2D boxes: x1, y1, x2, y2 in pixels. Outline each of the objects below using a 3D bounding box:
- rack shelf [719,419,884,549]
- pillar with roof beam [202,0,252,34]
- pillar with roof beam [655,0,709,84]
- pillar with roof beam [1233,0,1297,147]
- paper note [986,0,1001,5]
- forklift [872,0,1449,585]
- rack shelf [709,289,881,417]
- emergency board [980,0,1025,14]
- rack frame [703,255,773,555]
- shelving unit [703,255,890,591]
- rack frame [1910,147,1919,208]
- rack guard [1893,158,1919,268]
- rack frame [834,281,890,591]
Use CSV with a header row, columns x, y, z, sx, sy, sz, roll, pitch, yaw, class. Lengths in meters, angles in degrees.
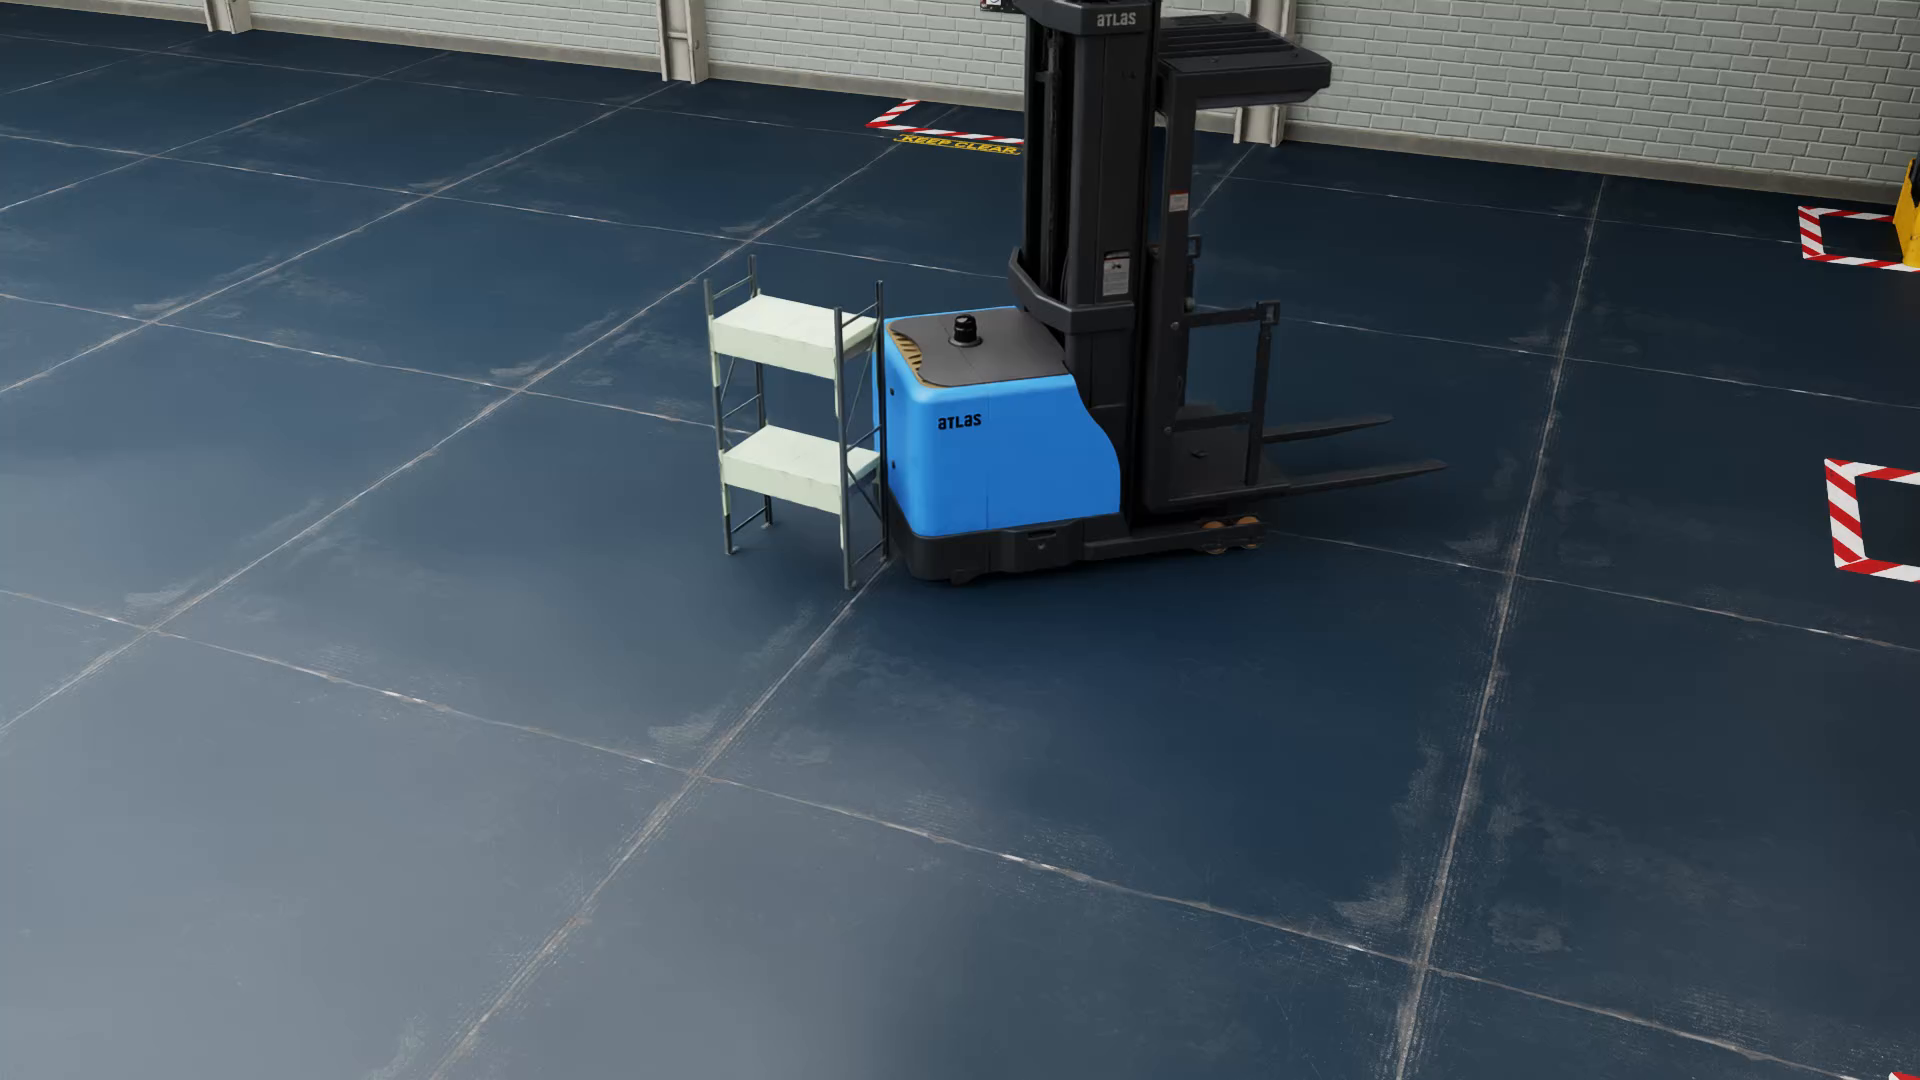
x,y,z,sx,sy,sz,roll,pitch,yaw,class
-0.790,-0.290,8.402,0.720,0.370,0.431,15,33,25,rack shelf
-10.006,-7.831,13.459,0.400,9.000,9.100,11,31,19,pillar with roof beam
-4.446,-6.721,11.495,0.400,9.000,9.100,11,31,19,pillar with roof beam
1.114,-5.611,9.531,0.400,9.000,9.100,11,31,19,pillar with roof beam
0.318,-5.117,15.650,0.142,0.148,0.016,11,31,19,paper note
1.103,-1.445,8.328,3.031,2.935,1.130,-8,30,-13,forklift
-0.790,-0.914,8.050,0.720,0.370,0.431,15,33,25,rack shelf
0.457,-5.437,15.320,0.643,1.169,0.194,11,31,19,emergency board
-1.110,-0.661,8.396,0.023,1.500,0.400,15,33,25,rack frame
-0.790,-0.574,8.242,0.755,1.500,0.431,15,33,25,shelving unit
7.318,-3.587,12.048,0.127,3.000,1.000,11,31,19,rack frame
7.388,-2.485,12.638,0.348,0.500,1.175,11,31,19,rack guard
-0.469,-0.487,8.088,0.023,1.500,0.400,15,33,25,rack frame
